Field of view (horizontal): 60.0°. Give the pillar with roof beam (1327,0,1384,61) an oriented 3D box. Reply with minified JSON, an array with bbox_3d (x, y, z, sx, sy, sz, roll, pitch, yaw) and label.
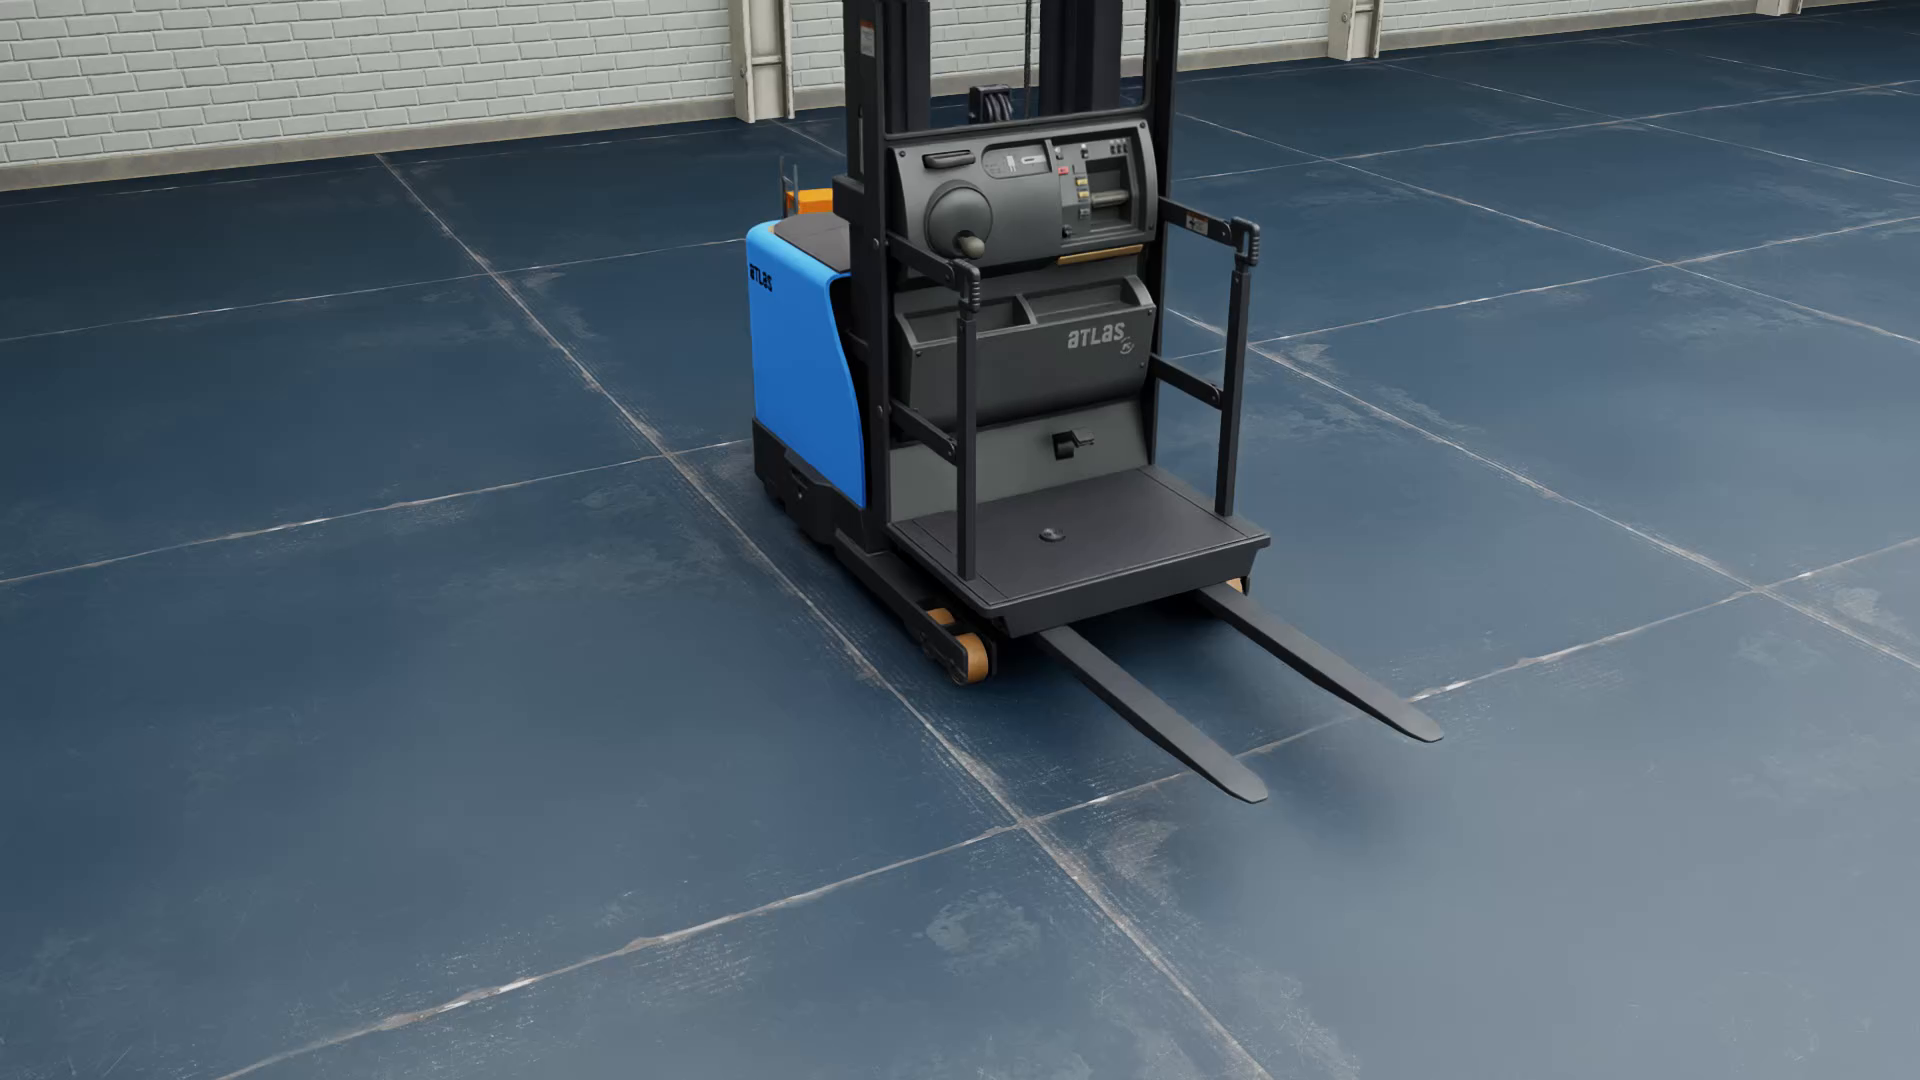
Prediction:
[{"bbox_3d":[5.759,-7.015,10.464,0.400,9.000,9.100,-13,29,-25],"label":"pillar with roof beam"}]

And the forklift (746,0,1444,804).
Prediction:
[{"bbox_3d":[0.326,-1.083,5.119,1.130,2.935,3.031,-13,29,-26],"label":"forklift"}]

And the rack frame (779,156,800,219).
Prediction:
[{"bbox_3d":[-0.671,-0.948,6.821,0.015,1.200,0.240,-9,23,-17],"label":"rack frame"}]

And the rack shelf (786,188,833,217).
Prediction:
[{"bbox_3d":[-0.449,-1.347,6.745,0.480,0.148,0.258,-9,23,-17],"label":"rack shelf"}]

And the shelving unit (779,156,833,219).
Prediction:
[{"bbox_3d":[-0.441,-0.983,6.894,0.503,1.200,0.258,-9,23,-17],"label":"shelving unit"}]

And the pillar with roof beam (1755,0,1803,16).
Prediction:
[{"bbox_3d":[11.053,-8.237,13.009,0.400,9.000,9.100,-13,29,-25],"label":"pillar with roof beam"}]

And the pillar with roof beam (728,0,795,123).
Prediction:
[{"bbox_3d":[0.464,-5.793,7.919,0.400,9.000,9.100,-13,29,-25],"label":"pillar with roof beam"}]
